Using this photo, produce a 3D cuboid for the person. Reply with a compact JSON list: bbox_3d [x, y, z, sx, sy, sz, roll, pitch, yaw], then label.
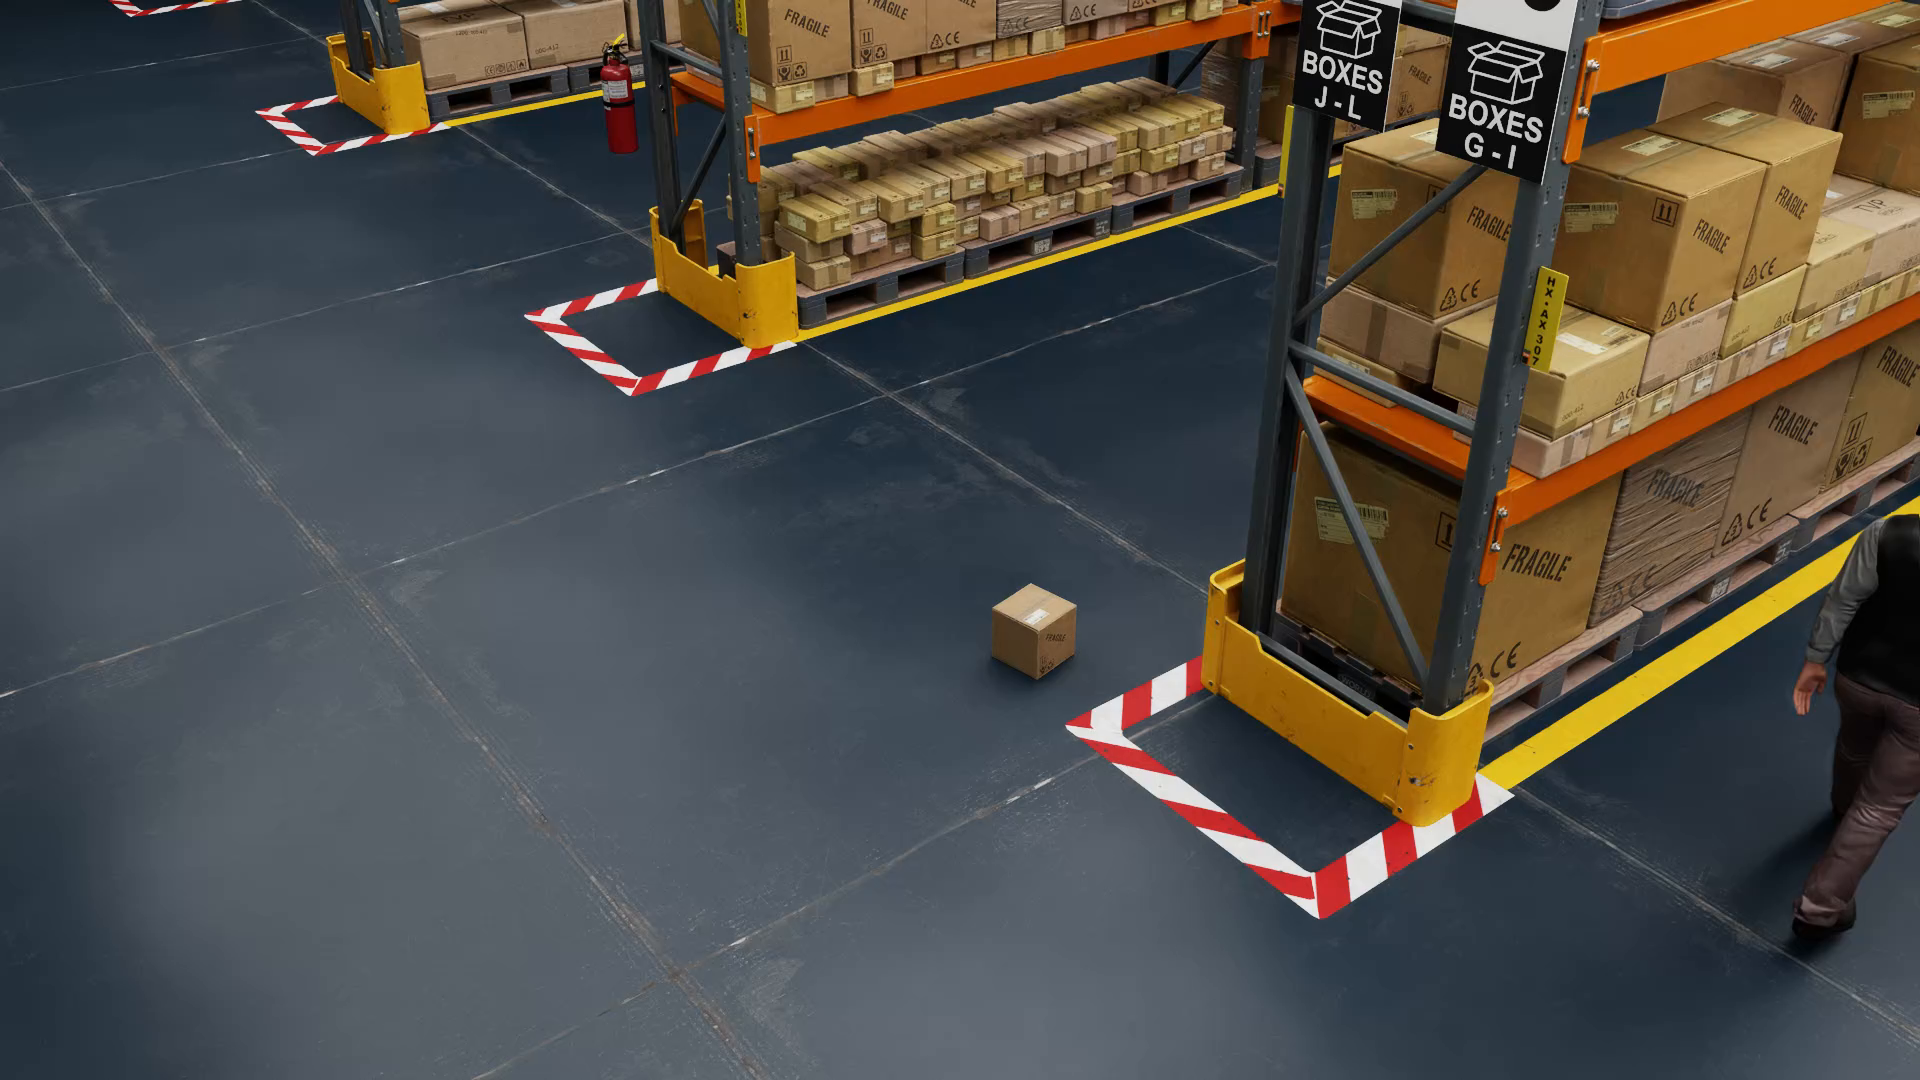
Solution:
[{"bbox_3d":[3.119,0.445,5.435,1.046,1.666,0.574,-24,39,-33],"label":"person"}]
